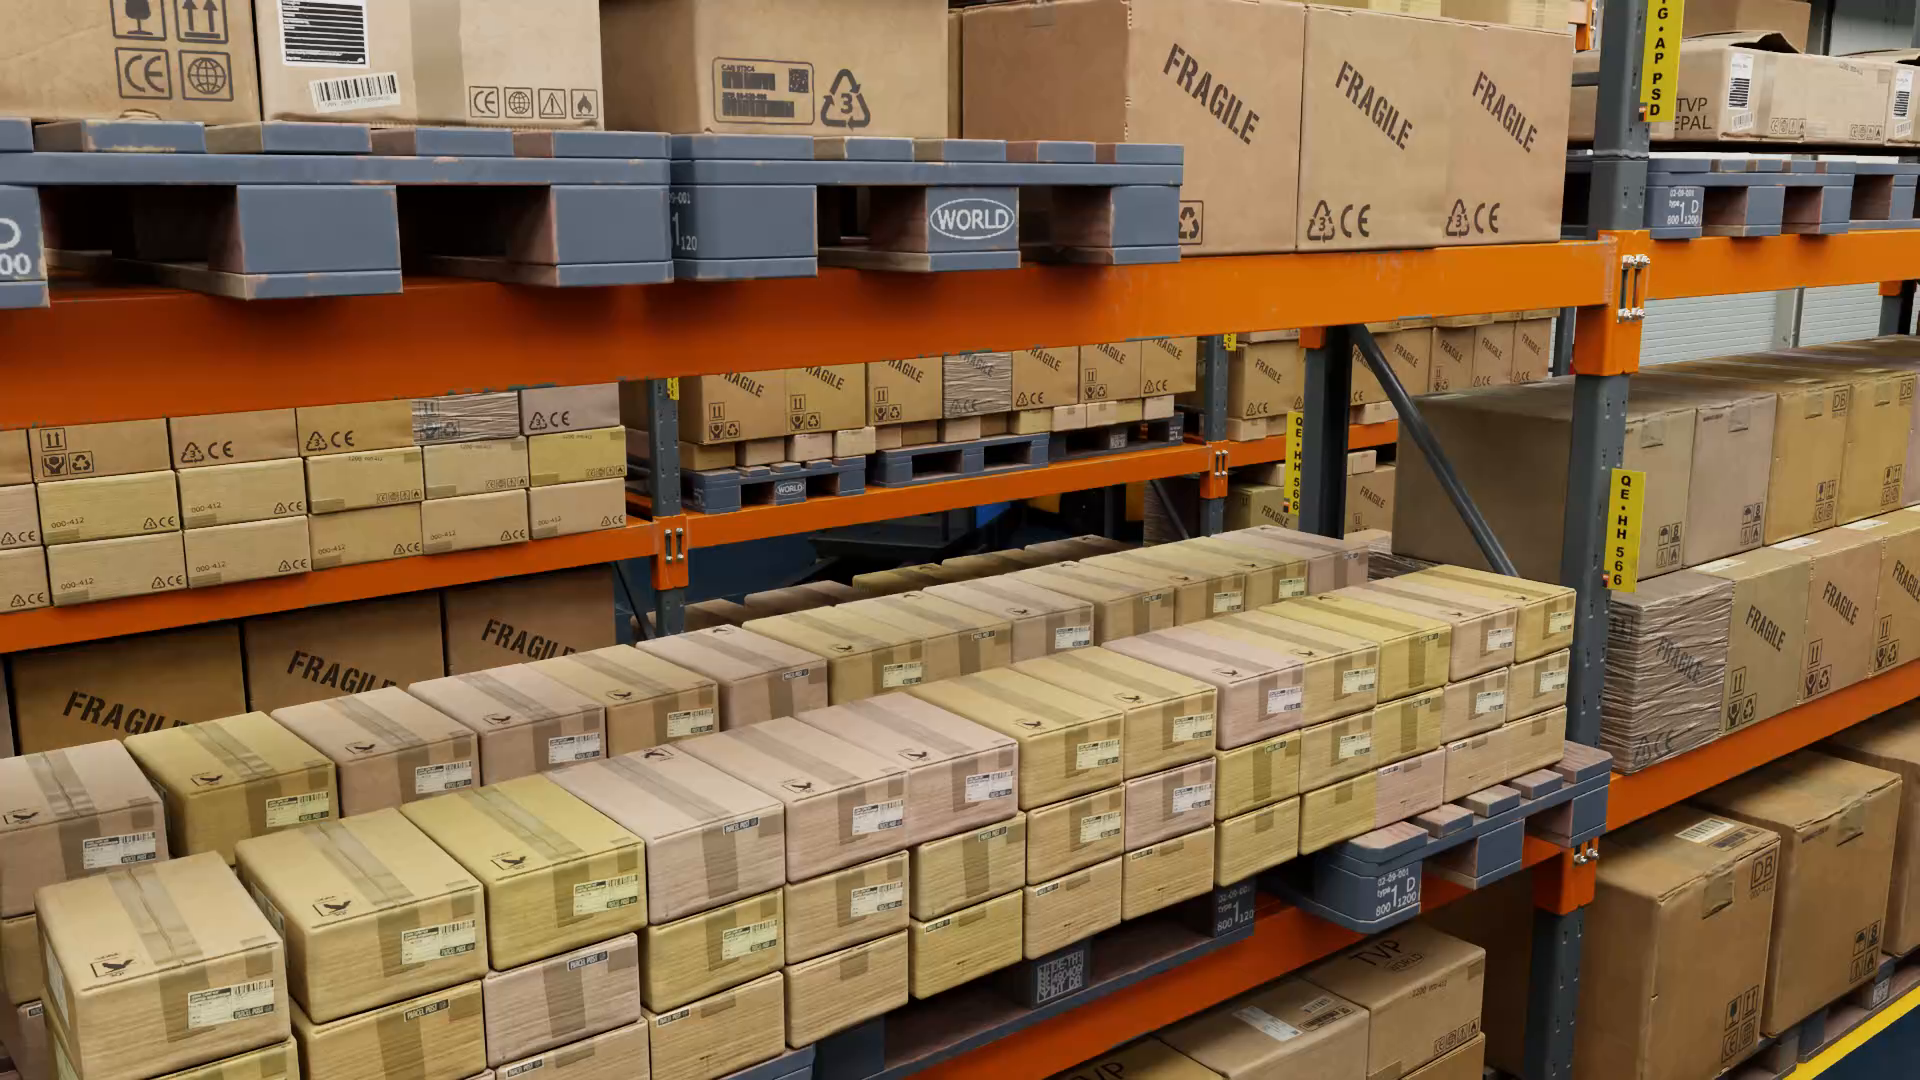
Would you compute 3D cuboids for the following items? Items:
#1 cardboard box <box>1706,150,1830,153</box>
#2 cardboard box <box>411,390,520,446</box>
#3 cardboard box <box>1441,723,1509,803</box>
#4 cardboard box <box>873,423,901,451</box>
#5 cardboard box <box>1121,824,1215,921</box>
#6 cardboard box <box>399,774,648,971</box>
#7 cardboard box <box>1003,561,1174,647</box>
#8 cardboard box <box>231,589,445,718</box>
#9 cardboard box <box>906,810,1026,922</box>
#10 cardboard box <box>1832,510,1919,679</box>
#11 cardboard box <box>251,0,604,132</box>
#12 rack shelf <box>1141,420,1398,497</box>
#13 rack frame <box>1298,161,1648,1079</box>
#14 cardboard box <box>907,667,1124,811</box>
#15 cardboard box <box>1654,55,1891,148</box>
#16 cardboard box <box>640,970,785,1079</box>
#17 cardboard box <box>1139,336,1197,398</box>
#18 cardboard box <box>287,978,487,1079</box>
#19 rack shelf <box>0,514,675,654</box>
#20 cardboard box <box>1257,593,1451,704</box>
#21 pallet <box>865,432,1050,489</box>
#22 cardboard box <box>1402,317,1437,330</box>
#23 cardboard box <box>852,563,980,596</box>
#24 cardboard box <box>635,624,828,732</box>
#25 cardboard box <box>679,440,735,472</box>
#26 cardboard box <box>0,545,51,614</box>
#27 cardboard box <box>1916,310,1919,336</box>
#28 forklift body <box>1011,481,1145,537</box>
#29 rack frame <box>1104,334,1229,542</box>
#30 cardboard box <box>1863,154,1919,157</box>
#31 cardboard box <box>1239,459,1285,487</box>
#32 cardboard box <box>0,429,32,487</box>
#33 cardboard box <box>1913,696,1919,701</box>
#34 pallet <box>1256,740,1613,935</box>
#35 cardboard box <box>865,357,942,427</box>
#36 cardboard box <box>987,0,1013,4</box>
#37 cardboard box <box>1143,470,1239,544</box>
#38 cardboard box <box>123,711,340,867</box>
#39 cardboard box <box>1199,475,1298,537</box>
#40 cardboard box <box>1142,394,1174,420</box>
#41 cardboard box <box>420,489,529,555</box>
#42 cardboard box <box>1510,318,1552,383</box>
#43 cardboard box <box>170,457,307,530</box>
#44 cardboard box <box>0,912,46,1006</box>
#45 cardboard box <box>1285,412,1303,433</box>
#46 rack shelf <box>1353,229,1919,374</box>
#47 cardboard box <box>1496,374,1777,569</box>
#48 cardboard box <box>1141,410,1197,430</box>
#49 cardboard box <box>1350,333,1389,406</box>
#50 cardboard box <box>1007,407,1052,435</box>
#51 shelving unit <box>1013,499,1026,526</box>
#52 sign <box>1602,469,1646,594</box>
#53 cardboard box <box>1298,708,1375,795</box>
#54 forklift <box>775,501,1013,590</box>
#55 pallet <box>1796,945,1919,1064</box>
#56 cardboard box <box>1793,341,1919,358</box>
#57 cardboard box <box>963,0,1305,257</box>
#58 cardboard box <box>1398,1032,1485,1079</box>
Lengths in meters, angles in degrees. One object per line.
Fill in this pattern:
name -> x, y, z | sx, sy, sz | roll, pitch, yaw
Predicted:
cardboard box -> 2.946, -1.550, 6.055 | 0.258, 0.266, 0.396 | -9, 15, -38
cardboard box -> -2.391, -0.733, 7.713 | 0.500, 0.500, 0.500 | -9, 15, -37
cardboard box -> 1.123, 0.505, 4.123 | 0.250, 0.149, 0.380 | -9, 15, -38
cardboard box -> -0.534, -0.603, 9.340 | 0.250, 0.149, 0.380 | -8, 15, -34
cardboard box -> 0.313, 0.639, 3.494 | 0.250, 0.149, 0.380 | -9, 15, -36
cardboard box -> -0.697, 0.516, 2.639 | 0.250, 0.149, 0.380 | -9, 15, -37
cardboard box -> 0.324, 0.173, 4.256 | 0.250, 0.149, 0.380 | -10, 16, -40
cardboard box -> -3.046, 0.652, 7.939 | 0.875, 0.875, 0.875 | -9, 15, -37
cardboard box -> -0.091, 0.560, 3.146 | 0.250, 0.149, 0.380 | -10, 15, -39
cardboard box -> 3.115, 0.157, 5.925 | 0.500, 0.500, 0.500 | -10, 15, -38
cardboard box -> -0.889, -0.773, 2.531 | 0.500, 0.311, 0.500 | -10, 15, -38
rack shelf -> 2.930, -0.799, 12.404 | 4.000, 0.370, 1.077 | -9, 15, -38
rack frame -> 1.416, 0.417, 4.944 | 0.127, 3.000, 1.000 | -9, 15, -38
cardboard box -> 0.105, 0.382, 3.268 | 0.250, 0.149, 0.380 | -9, 15, -36
cardboard box -> 2.510, -1.355, 5.174 | 0.500, 0.250, 0.500 | -9, 15, -36
cardboard box -> -0.506, 0.776, 2.847 | 0.250, 0.149, 0.380 | -9, 15, -37
cardboard box -> 1.151, -1.194, 10.565 | 0.500, 0.500, 0.500 | -10, 15, -39
cardboard box -> -0.912, 0.697, 2.500 | 0.250, 0.149, 0.380 | -10, 15, -39
rack shelf -> -3.317, 0.239, 7.515 | 4.000, 0.370, 1.077 | -9, 15, -38
cardboard box -> 0.917, 0.248, 3.903 | 0.250, 0.149, 0.380 | -9, 15, -36
pallet -> -0.235, -0.542, 9.924 | 1.213, 0.211, 1.003 | -9, 15, -38
cardboard box -> 3.019, -1.803, 12.035 | 0.500, 0.500, 0.700 | -10, 15, -38
cardboard box -> -0.141, 0.441, 10.146 | 0.625, 0.372, 0.950 | -9, 15, -36
cardboard box -> -0.498, 0.310, 3.610 | 0.250, 0.149, 0.380 | -10, 16, -40
cardboard box -> -1.386, -0.467, 8.702 | 0.250, 0.149, 0.380 | -11, 16, -41
cardboard box -> -3.967, 0.138, 6.619 | 0.500, 0.250, 0.500 | -10, 16, -39
cardboard box -> 4.849, -0.746, 7.459 | 0.550, 0.550, 0.875 | -9, 15, -38
forklift body -> 1.047, -1.258, 14.876 | 1.214, 2.155, 2.313 | -9, 15, -38
rack frame -> 1.368, -0.892, 11.107 | 0.127, 3.000, 1.000 | -9, 15, -38
cardboard box -> 3.912, -1.720, 6.858 | 0.396, 0.266, 0.258 | -10, 15, -39
cardboard box -> 2.132, -0.476, 11.389 | 0.250, 0.149, 0.380 | -9, 15, -37
cardboard box -> -3.976, -0.473, 6.486 | 0.500, 0.500, 0.500 | -10, 15, -38
cardboard box -> 4.111, 0.888, 7.130 | 0.750, 0.750, 1.050 | -10, 15, -38
pallet -> 0.926, 0.621, 4.447 | 1.003, 0.211, 1.213 | -9, 15, -38
cardboard box -> -0.447, -0.932, 9.330 | 0.500, 0.500, 0.500 | -9, 15, -37
cardboard box -> 0.271, -1.209, 3.295 | 0.258, 0.266, 0.396 | -9, 15, -38
cardboard box -> 1.662, -0.239, 11.838 | 0.500, 0.500, 0.500 | -10, 15, -38
cardboard box -> -1.307, 0.444, 2.979 | 0.250, 0.149, 0.380 | -10, 16, -39
cardboard box -> 1.997, -0.152, 11.426 | 0.500, 0.500, 0.500 | -9, 15, -35
cardboard box -> 1.139, -0.863, 10.564 | 0.250, 0.149, 0.380 | -9, 15, -37
cardboard box -> -2.377, -0.123, 7.847 | 0.500, 0.250, 0.500 | -9, 15, -37
cardboard box -> 4.240, -1.490, 12.968 | 0.500, 0.500, 0.500 | -10, 15, -39
cardboard box -> -3.165, -0.236, 7.174 | 0.500, 0.250, 0.500 | -10, 16, -39
cardboard box -> -1.520, 0.624, 2.845 | 0.250, 0.149, 0.380 | -9, 15, -36
cardboard box -> 2.168, -0.838, 11.460 | 0.250, 0.149, 0.380 | -10, 15, -38
rack shelf -> 2.977, -0.958, 5.929 | 4.000, 0.370, 1.077 | -9, 15, -38
cardboard box -> 2.167, -0.244, 5.406 | 0.500, 0.500, 0.700 | -10, 15, -38
cardboard box -> 1.428, -0.860, 11.562 | 0.250, 0.149, 0.380 | -10, 15, -38
cardboard box -> 2.663, -1.230, 11.743 | 0.500, 0.500, 0.500 | -10, 15, -38
cardboard box -> 0.333, -0.733, 9.952 | 0.250, 0.149, 0.380 | -9, 15, -38
shelving unit -> 0.167, -0.843, 14.490 | 0.755, 1.500, 0.431 | -10, 15, -38
sign -> 1.762, -0.024, 4.423 | 0.005, 0.325, 0.100 | -9, 15, -38
cardboard box -> 0.708, 0.429, 3.766 | 0.250, 0.149, 0.380 | -9, 15, -38
forklift -> -0.497, -1.158, 12.525 | 1.130, 2.935, 3.031 | 4, 13, 18
pallet -> 3.030, 1.533, 6.399 | 1.213, 0.211, 1.003 | -9, 15, -38
cardboard box -> 3.755, -0.508, 6.650 | 0.500, 0.500, 0.700 | -10, 15, -39
cardboard box -> 0.353, -0.853, 3.461 | 0.500, 0.500, 0.500 | -9, 15, -38
cardboard box -> 1.065, 1.562, 4.558 | 0.500, 0.500, 0.500 | -10, 15, -38
